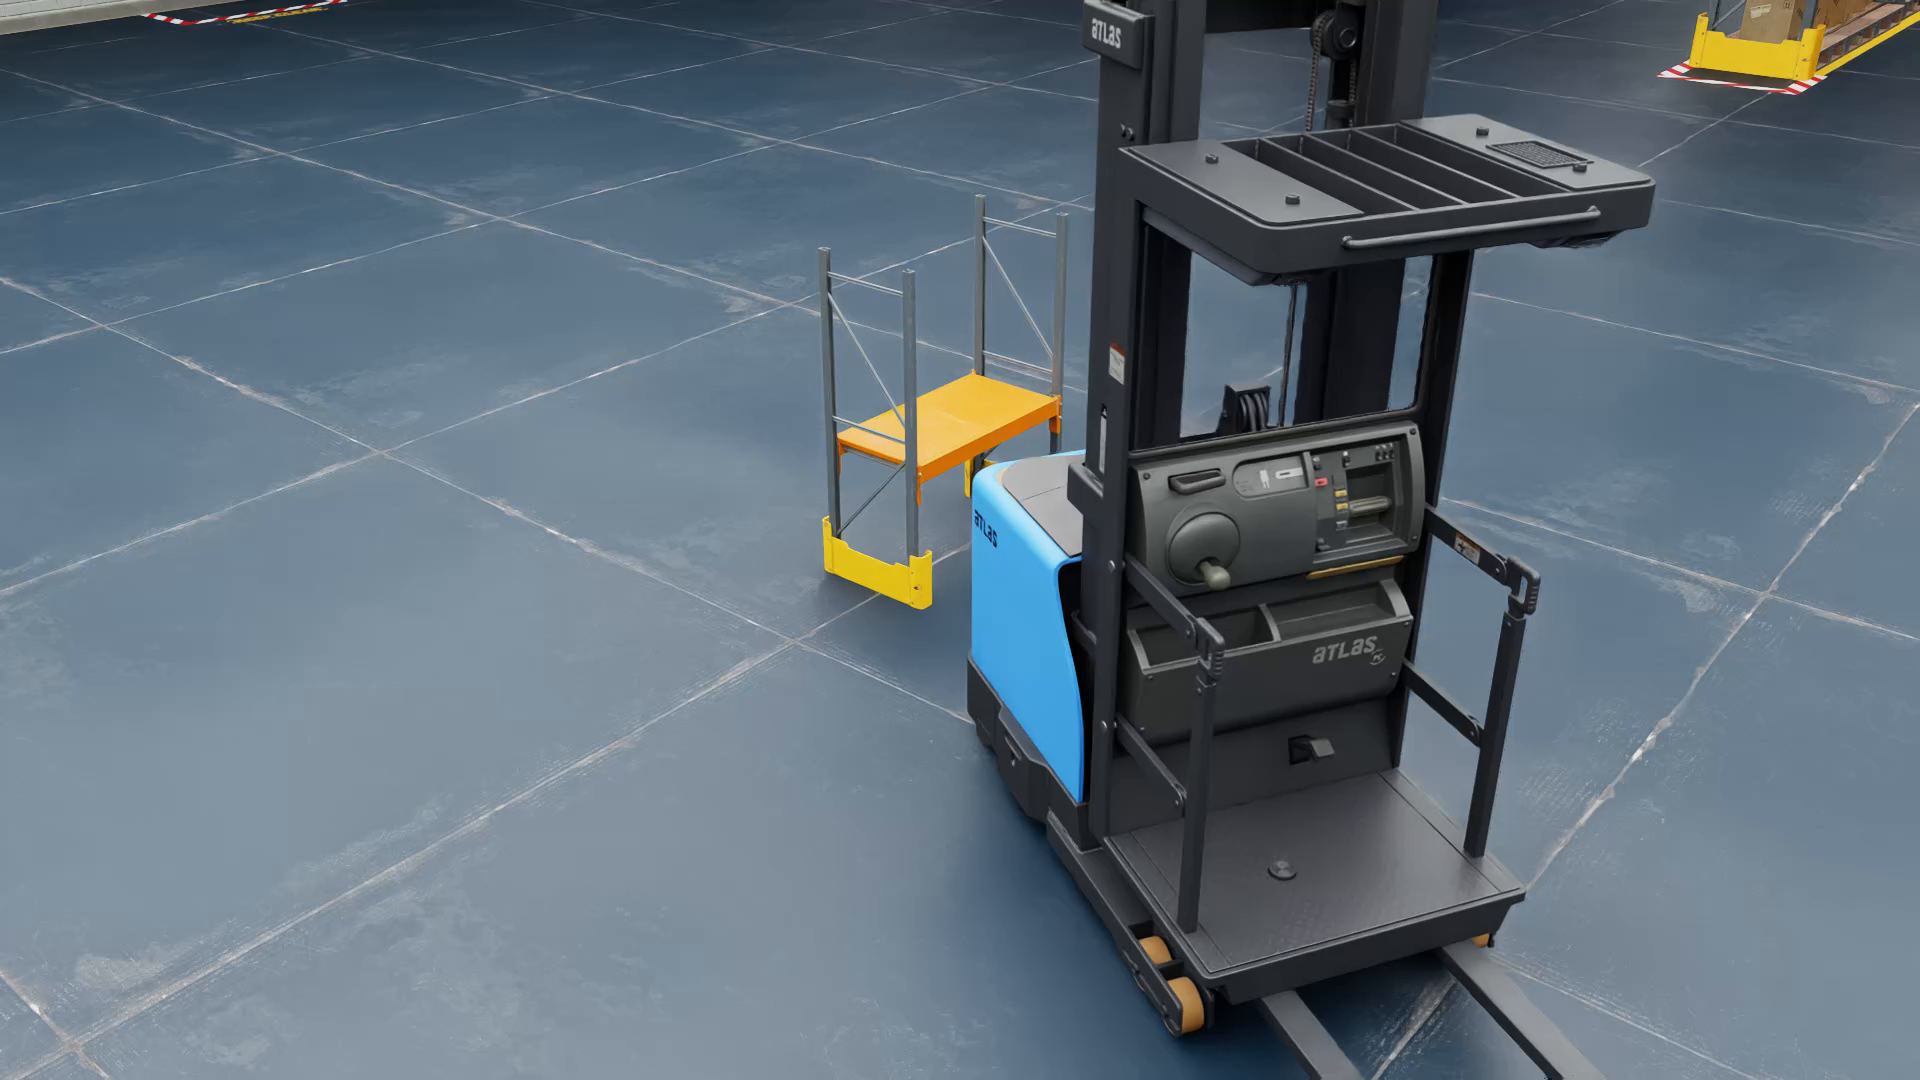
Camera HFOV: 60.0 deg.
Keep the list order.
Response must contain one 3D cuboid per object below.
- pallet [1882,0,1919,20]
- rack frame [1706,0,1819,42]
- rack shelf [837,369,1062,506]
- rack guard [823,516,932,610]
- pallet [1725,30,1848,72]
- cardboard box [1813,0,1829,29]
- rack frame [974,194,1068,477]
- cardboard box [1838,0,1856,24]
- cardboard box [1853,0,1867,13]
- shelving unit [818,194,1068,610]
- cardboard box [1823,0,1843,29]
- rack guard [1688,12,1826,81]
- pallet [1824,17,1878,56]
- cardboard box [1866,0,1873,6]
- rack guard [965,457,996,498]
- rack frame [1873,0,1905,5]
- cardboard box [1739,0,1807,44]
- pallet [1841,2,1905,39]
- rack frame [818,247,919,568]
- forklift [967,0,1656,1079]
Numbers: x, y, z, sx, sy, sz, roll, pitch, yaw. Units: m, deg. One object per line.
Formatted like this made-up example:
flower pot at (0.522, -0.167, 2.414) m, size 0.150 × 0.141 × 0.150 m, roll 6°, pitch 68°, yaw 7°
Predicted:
pallet at (11.091, -6.570, 20.220) m, size 1.003 × 0.211 × 1.213 m, roll 21°, pitch 34°, yaw 34°
rack frame at (8.053, -6.113, 16.303) m, size 1.000 × 3.000 × 0.127 m, roll 21°, pitch 34°, yaw 34°
rack shelf at (-0.054, -0.476, 7.430) m, size 0.538 × 0.185 × 1.000 m, roll 21°, pitch 34°, yaw 34°
rack guard at (-0.365, 0.093, 7.299) m, size 0.587 × 0.250 × 0.087 m, roll 21°, pitch 34°, yaw 34°
pallet at (8.645, -5.180, 17.533) m, size 1.003 × 0.211 × 1.213 m, roll 21°, pitch 34°, yaw 34°
cardboard box at (8.817, -5.628, 17.628) m, size 0.500 × 0.500 × 0.500 m, roll -18°, pitch 32°, yaw -31°
rack frame at (0.269, -0.816, 7.695) m, size 0.500 × 1.500 × 0.032 m, roll 21°, pitch 34°, yaw 34°
cardboard box at (9.619, -6.029, 18.404) m, size 0.500 × 0.500 × 0.500 m, roll 17°, pitch 32°, yaw 30°
cardboard box at (9.953, -6.273, 18.874) m, size 0.500 × 0.500 × 0.500 m, roll -16°, pitch 31°, yaw -28°
shelving unit at (-0.048, -0.639, 7.353) m, size 0.587 × 1.500 × 1.083 m, roll 21°, pitch 34°, yaw 34°
cardboard box at (9.230, -5.845, 18.047) m, size 0.500 × 0.500 × 0.500 m, roll 25°, pitch 36°, yaw 39°
rack guard at (8.101, -5.030, 16.929) m, size 1.175 × 0.500 × 0.348 m, roll 21°, pitch 34°, yaw 34°
pallet at (9.421, -5.610, 18.365) m, size 1.003 × 0.211 × 1.213 m, roll 21°, pitch 34°, yaw 34°
cardboard box at (10.312, -6.478, 19.271) m, size 0.500 × 0.500 × 0.500 m, roll 20°, pitch 33°, yaw 33°
rack guard at (0.268, -0.261, 7.982) m, size 0.587 × 0.250 × 0.087 m, roll 21°, pitch 34°, yaw 34°
rack frame at (10.597, -7.532, 19.044) m, size 1.000 × 3.000 × 0.127 m, roll 21°, pitch 34°, yaw 34°
cardboard box at (8.463, -5.406, 17.199) m, size 0.500 × 0.500 × 0.500 m, roll -21°, pitch 34°, yaw -35°
pallet at (10.197, -6.045, 19.205) m, size 1.003 × 0.211 × 1.213 m, roll 21°, pitch 34°, yaw 34°
rack frame at (-0.378, -0.456, 6.999) m, size 0.500 × 1.500 × 0.032 m, roll 21°, pitch 34°, yaw 34°
forklift at (1.022, -0.056, 4.669) m, size 1.130 × 2.935 × 3.031 m, roll -10°, pitch 29°, yaw -18°
